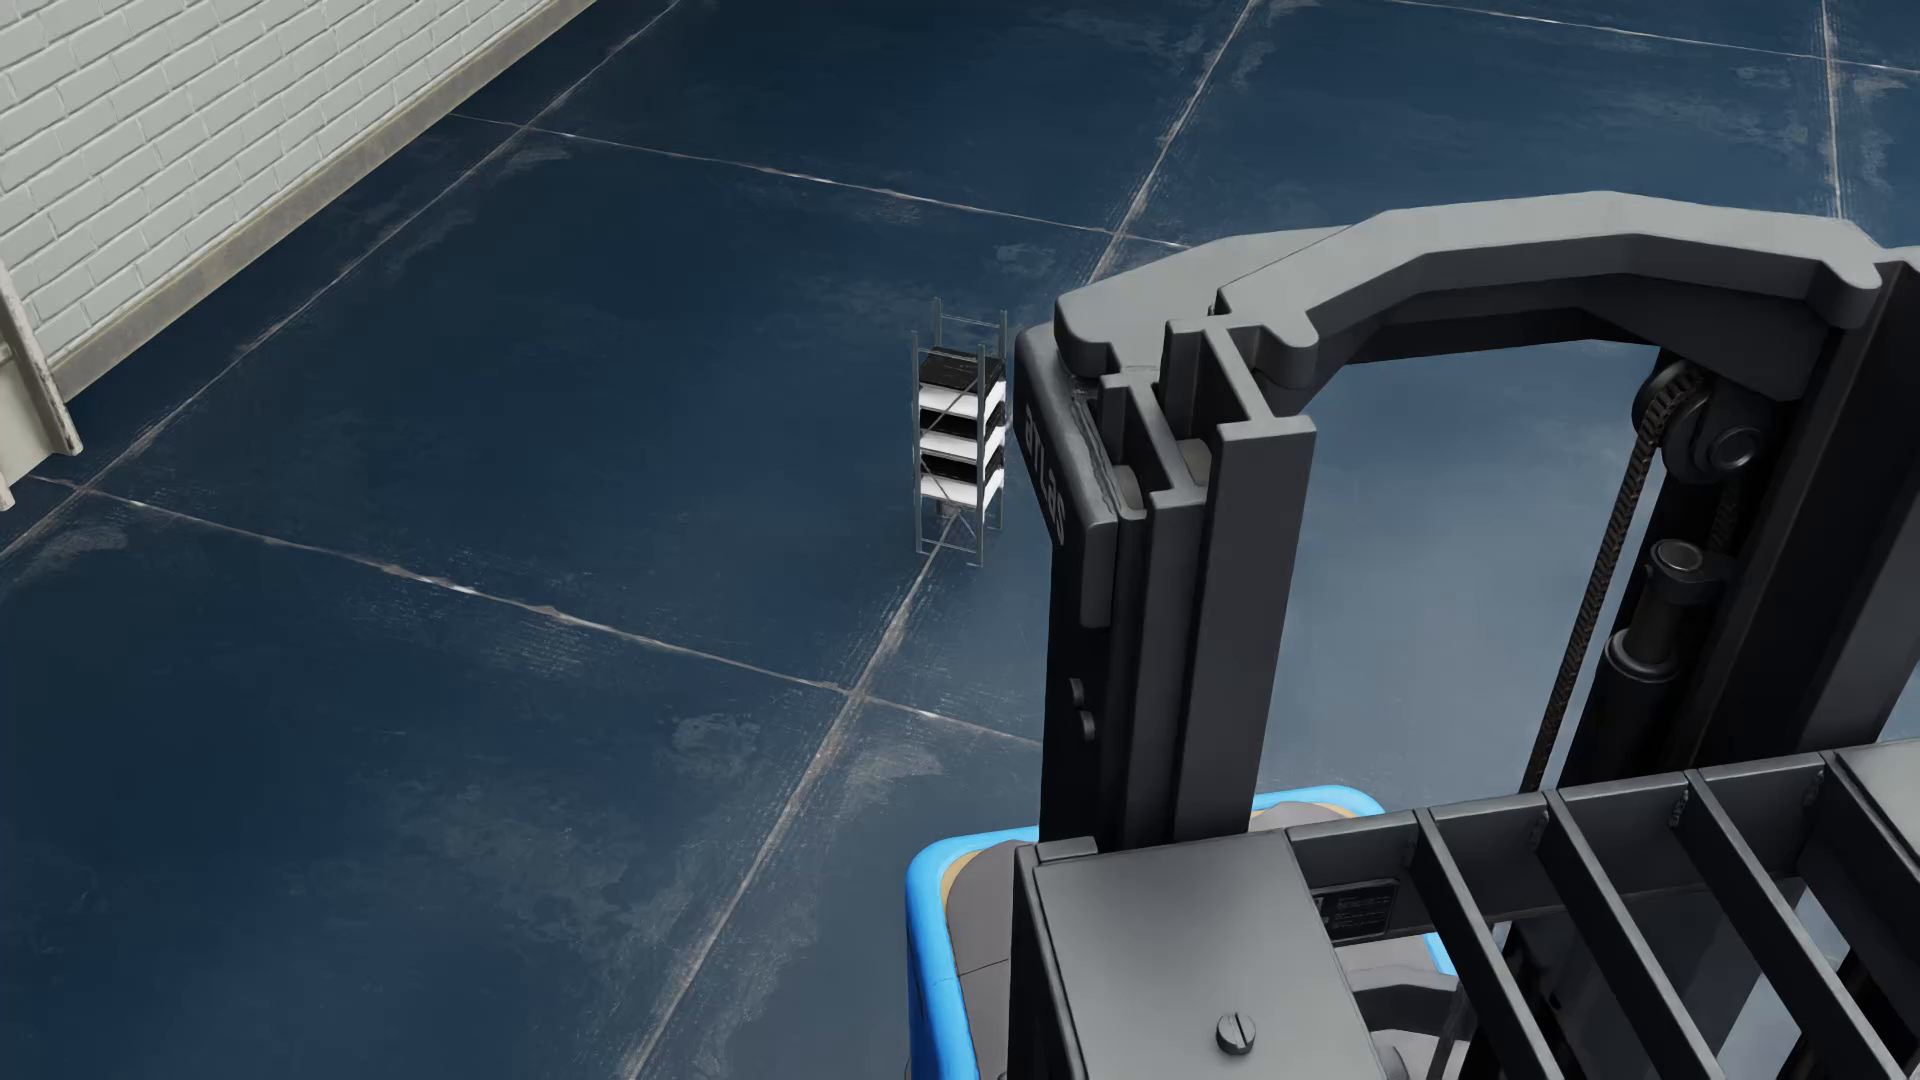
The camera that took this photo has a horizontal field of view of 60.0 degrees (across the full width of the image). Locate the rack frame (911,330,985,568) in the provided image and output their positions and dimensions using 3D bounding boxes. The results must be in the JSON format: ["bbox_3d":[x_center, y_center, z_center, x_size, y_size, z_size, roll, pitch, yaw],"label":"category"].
[{"bbox_3d":[-0.038,-0.275,5.379,0.240,0.900,0.006,13,42,15],"label":"rack frame"}]

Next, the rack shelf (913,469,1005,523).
[{"bbox_3d":[-0.003,-0.175,5.591,0.258,0.077,0.200,13,42,15],"label":"rack shelf"}]

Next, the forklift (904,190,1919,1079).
[{"bbox_3d":[0.638,1.205,2.080,1.130,2.935,3.031,-7,41,-8],"label":"forklift"}]

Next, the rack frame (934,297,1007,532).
[{"bbox_3d":[0.032,-0.399,5.525,0.240,0.900,0.006,13,42,15],"label":"rack frame"}]

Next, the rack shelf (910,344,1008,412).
[{"bbox_3d":[-0.003,-0.517,5.299,0.258,0.077,0.200,13,42,15],"label":"rack shelf"}]

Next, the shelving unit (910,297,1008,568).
[{"bbox_3d":[-0.003,-0.337,5.452,0.258,0.900,0.210,13,42,15],"label":"shelving unit"}]

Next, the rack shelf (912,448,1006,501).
[{"bbox_3d":[-0.003,-0.244,5.532,0.258,0.077,0.200,13,42,15],"label":"rack shelf"}]

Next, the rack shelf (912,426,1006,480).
[{"bbox_3d":[-0.003,-0.312,5.474,0.258,0.077,0.200,13,42,15],"label":"rack shelf"}]

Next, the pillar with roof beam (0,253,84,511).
[{"bbox_3d":[0.598,-2.723,2.008,9.100,9.000,0.400,13,42,15],"label":"pillar with roof beam"}]

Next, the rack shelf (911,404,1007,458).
[{"bbox_3d":[-0.003,-0.381,5.415,0.258,0.077,0.200,13,42,15],"label":"rack shelf"}]

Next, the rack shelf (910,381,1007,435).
[{"bbox_3d":[-0.003,-0.449,5.357,0.258,0.077,0.200,13,42,15],"label":"rack shelf"}]
